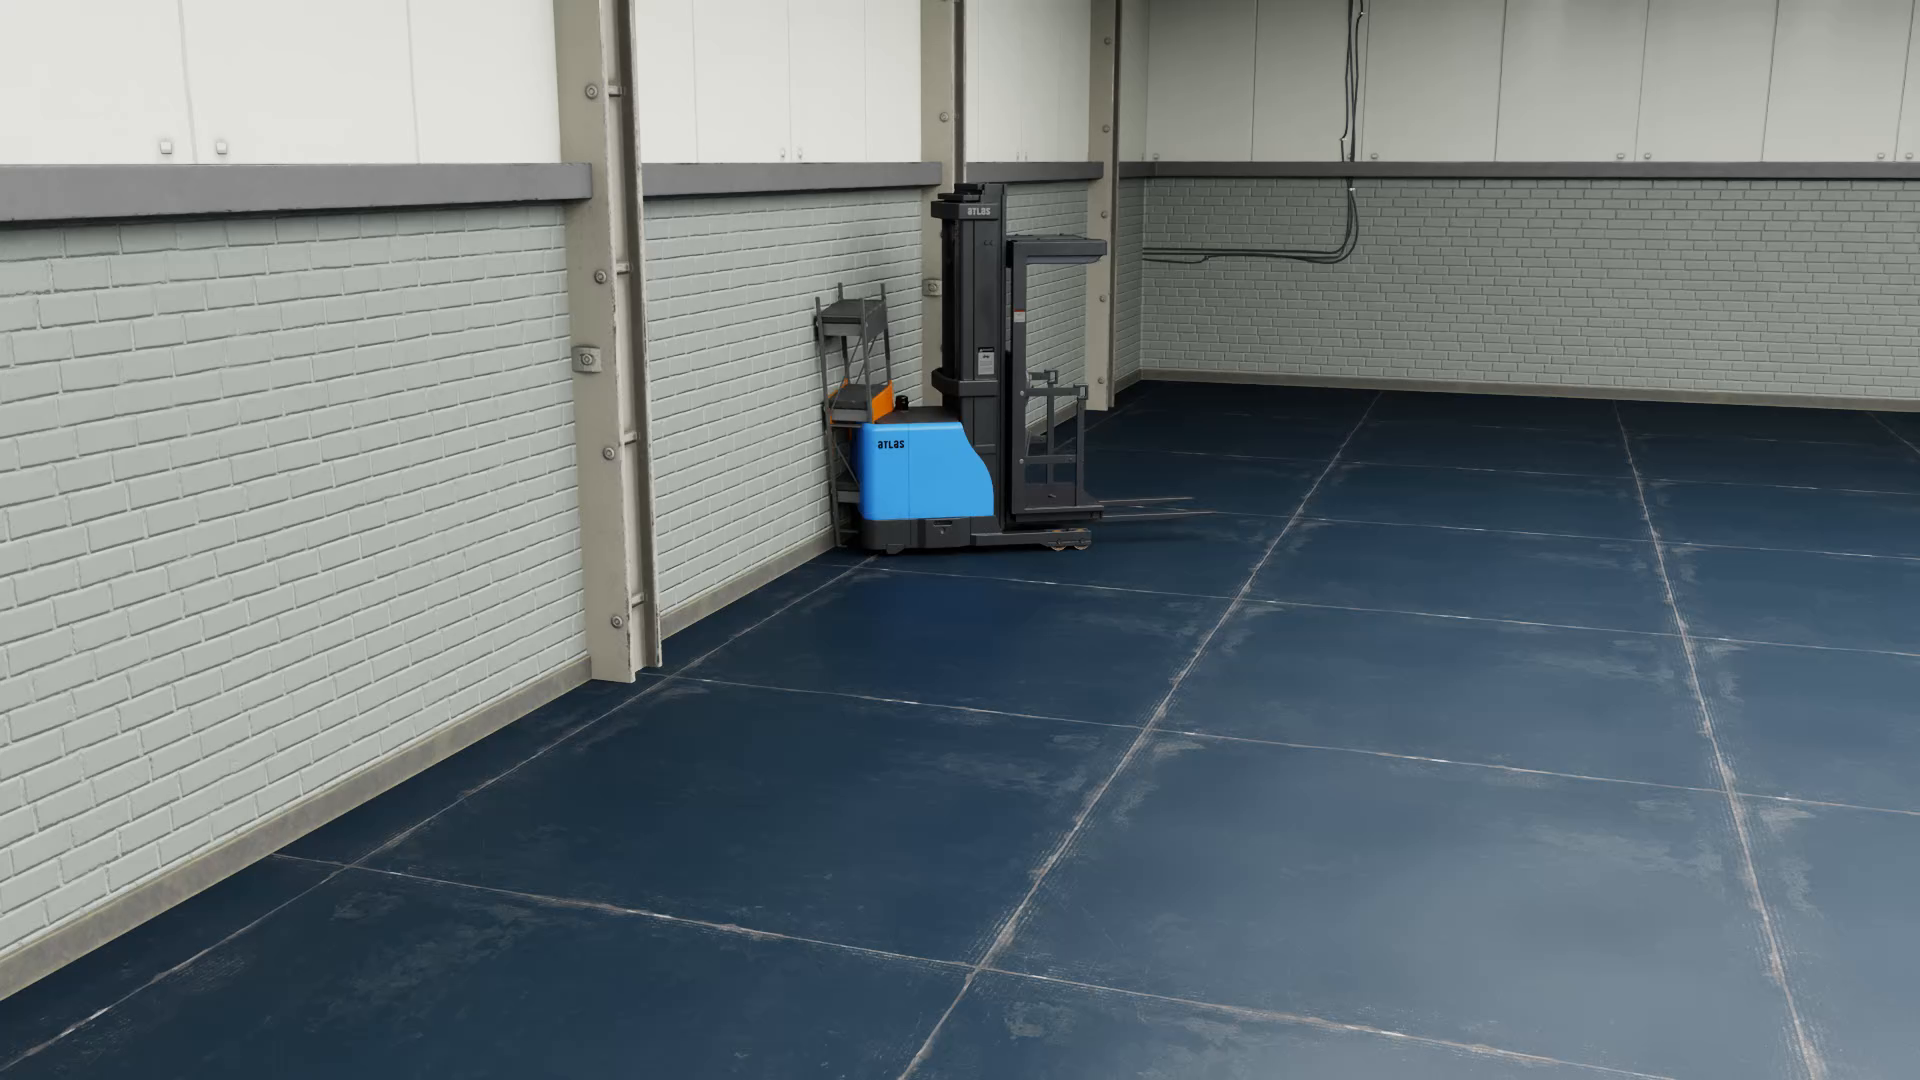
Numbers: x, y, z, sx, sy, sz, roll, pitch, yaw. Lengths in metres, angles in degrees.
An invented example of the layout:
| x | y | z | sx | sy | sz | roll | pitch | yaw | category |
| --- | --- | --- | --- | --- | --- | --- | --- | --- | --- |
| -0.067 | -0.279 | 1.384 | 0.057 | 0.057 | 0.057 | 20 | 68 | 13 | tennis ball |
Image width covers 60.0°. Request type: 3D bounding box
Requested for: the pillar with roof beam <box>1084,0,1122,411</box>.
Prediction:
| x | y | z | sx | sy | sz | roll | pitch | yaw | category |
| --- | --- | --- | --- | --- | --- | --- | --- | --- | --- |
| 5.865 | -5.783 | 19.101 | 9.100 | 9.000 | 0.400 | 4 | 14 | 18 | pillar with roof beam |

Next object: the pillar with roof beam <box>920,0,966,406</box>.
| x | y | z | sx | sy | sz | roll | pitch | yaw | category |
| --- | --- | --- | --- | --- | --- | --- | --- | --- | --- |
| 3.924 | -4.519 | 13.566 | 9.100 | 9.000 | 0.400 | 4 | 14 | 18 | pillar with roof beam |

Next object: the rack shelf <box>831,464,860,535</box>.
| x | y | z | sx | sy | sz | roll | pitch | yaw | category |
| --- | --- | --- | --- | --- | --- | --- | --- | --- | --- |
| -0.772 | -0.335 | 13.777 | 0.431 | 0.518 | 0.480 | 4 | 23 | 17 | rack shelf |

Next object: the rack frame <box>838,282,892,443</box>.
| x | y | z | sx | sy | sz | roll | pitch | yaw | category |
| --- | --- | --- | --- | --- | --- | --- | --- | --- | --- |
| -0.738 | -1.087 | 13.731 | 0.400 | 2.100 | 0.015 | 4 | 23 | 17 | rack frame |

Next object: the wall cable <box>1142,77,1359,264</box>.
| x | y | z | sx | sy | sz | roll | pitch | yaw | category |
| --- | --- | --- | --- | --- | --- | --- | --- | --- | --- |
| 3.996 | -5.104 | 23.105 | 3.097 | 2.526 | 0.112 | 4 | 14 | 18 | wall cable |

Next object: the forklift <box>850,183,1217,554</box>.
| x | y | z | sx | sy | sz | roll | pitch | yaw | category |
| --- | --- | --- | --- | --- | --- | --- | --- | --- | --- |
| 0.619 | -1.456 | 13.779 | 3.031 | 2.935 | 1.130 | -2 | 13 | -11 | forklift |

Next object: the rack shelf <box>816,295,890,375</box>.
| x | y | z | sx | sy | sz | roll | pitch | yaw | category |
| --- | --- | --- | --- | --- | --- | --- | --- | --- | --- |
| -0.846 | -1.636 | 13.265 | 0.431 | 0.518 | 0.480 | 4 | 23 | 17 | rack shelf |

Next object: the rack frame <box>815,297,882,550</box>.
| x | y | z | sx | sy | sz | roll | pitch | yaw | category |
| --- | --- | --- | --- | --- | --- | --- | --- | --- | --- |
| -0.882 | -0.909 | 13.300 | 0.400 | 2.100 | 0.015 | 4 | 23 | 17 | rack frame |

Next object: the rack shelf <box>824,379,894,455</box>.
| x | y | z | sx | sy | sz | roll | pitch | yaw | category |
| --- | --- | --- | --- | --- | --- | --- | --- | --- | --- |
| -0.809 | -0.986 | 13.521 | 0.431 | 0.518 | 0.480 | 4 | 23 | 17 | rack shelf |

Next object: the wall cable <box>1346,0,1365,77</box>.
| x | y | z | sx | sy | sz | roll | pitch | yaw | category |
| --- | --- | --- | --- | --- | --- | --- | --- | --- | --- |
| 6.556 | -7.371 | 21.689 | 3.097 | 2.526 | 0.112 | 4 | 14 | 18 | wall cable |

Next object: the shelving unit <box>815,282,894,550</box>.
| x | y | z | sx | sy | sz | roll | pitch | yaw | category |
| --- | --- | --- | --- | --- | --- | --- | --- | --- | --- |
| -0.810 | -0.998 | 13.516 | 0.431 | 2.100 | 0.503 | 4 | 23 | 17 | shelving unit |

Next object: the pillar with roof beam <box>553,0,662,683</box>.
| x | y | z | sx | sy | sz | roll | pitch | yaw | category |
| --- | --- | --- | --- | --- | --- | --- | --- | --- | --- |
| 1.982 | -3.256 | 8.031 | 9.100 | 9.000 | 0.400 | 4 | 14 | 18 | pillar with roof beam |
